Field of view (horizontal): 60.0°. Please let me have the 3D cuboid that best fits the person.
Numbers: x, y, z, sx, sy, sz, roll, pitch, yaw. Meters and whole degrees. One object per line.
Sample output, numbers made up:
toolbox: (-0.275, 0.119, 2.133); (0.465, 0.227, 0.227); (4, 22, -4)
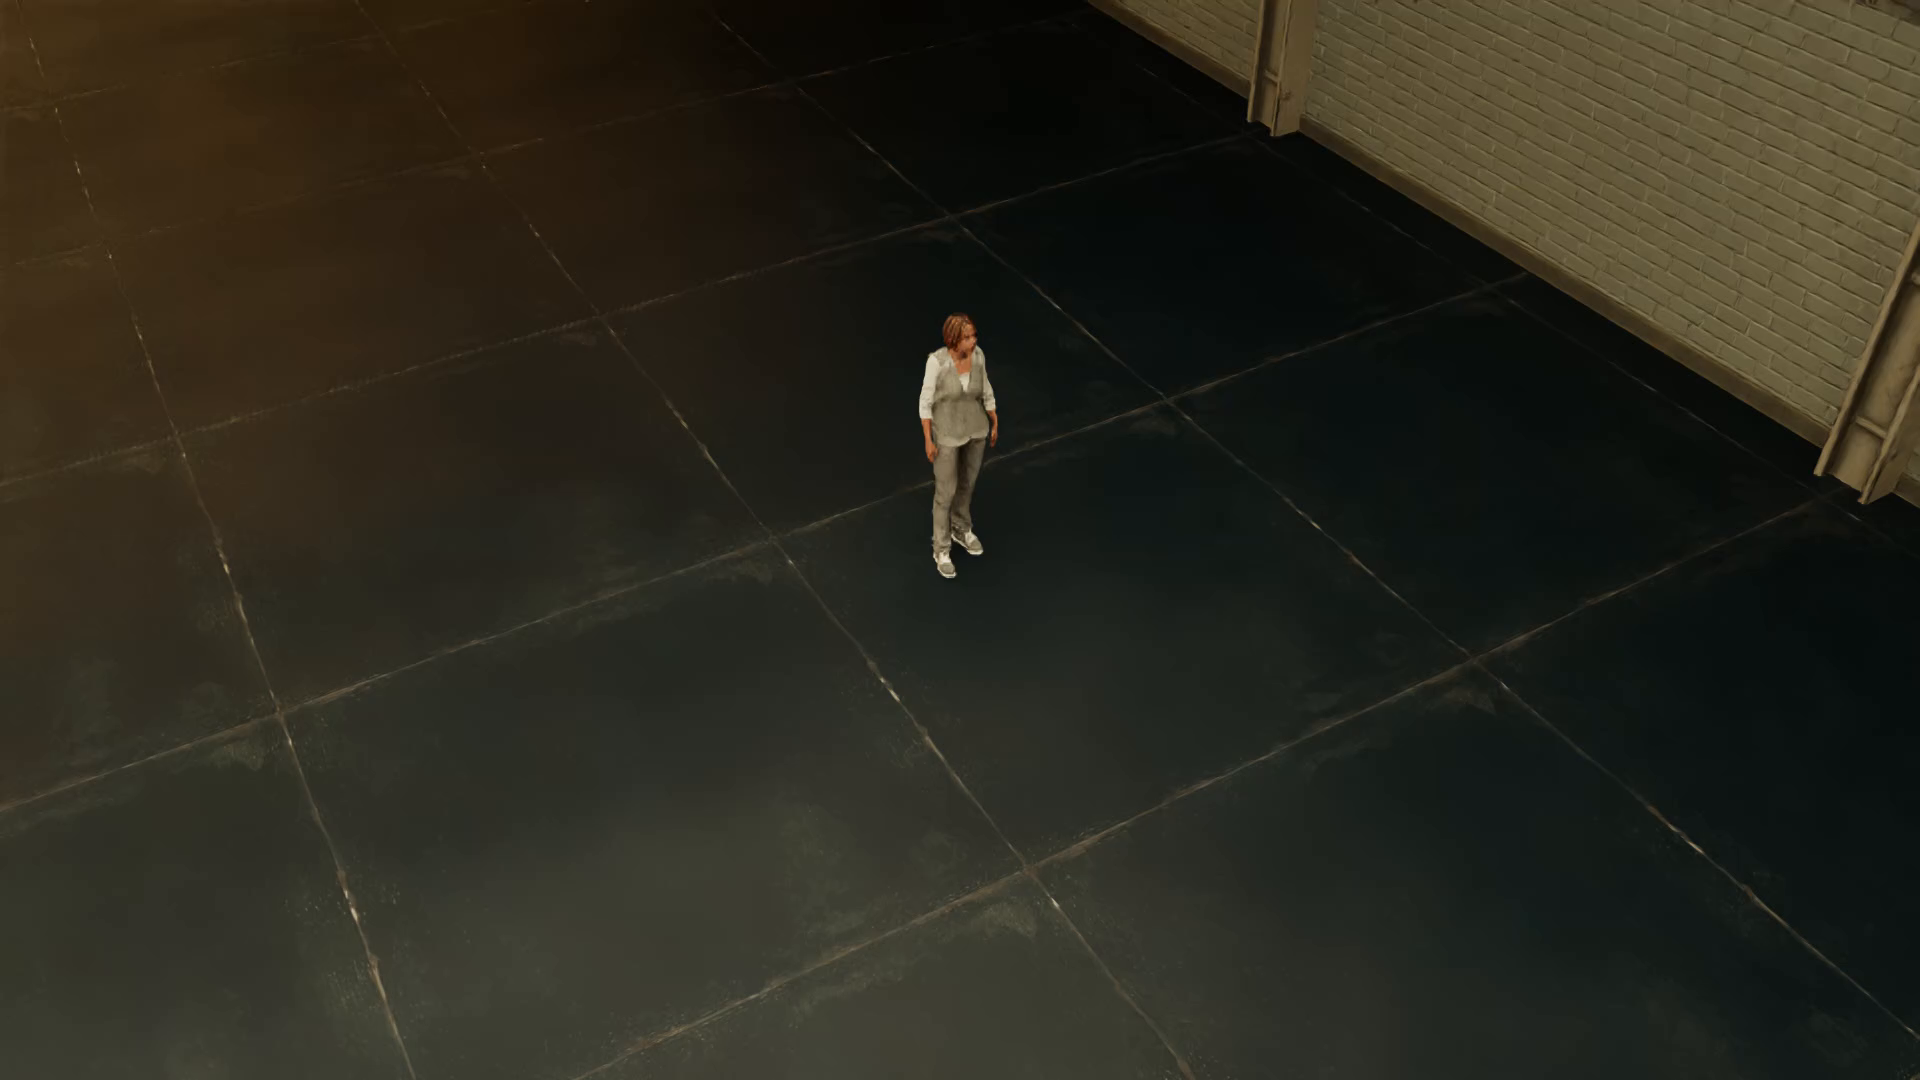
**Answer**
person: (0.025, -0.575, 9.763); (0.521, 1.597, 0.474); (-20, 44, -23)
